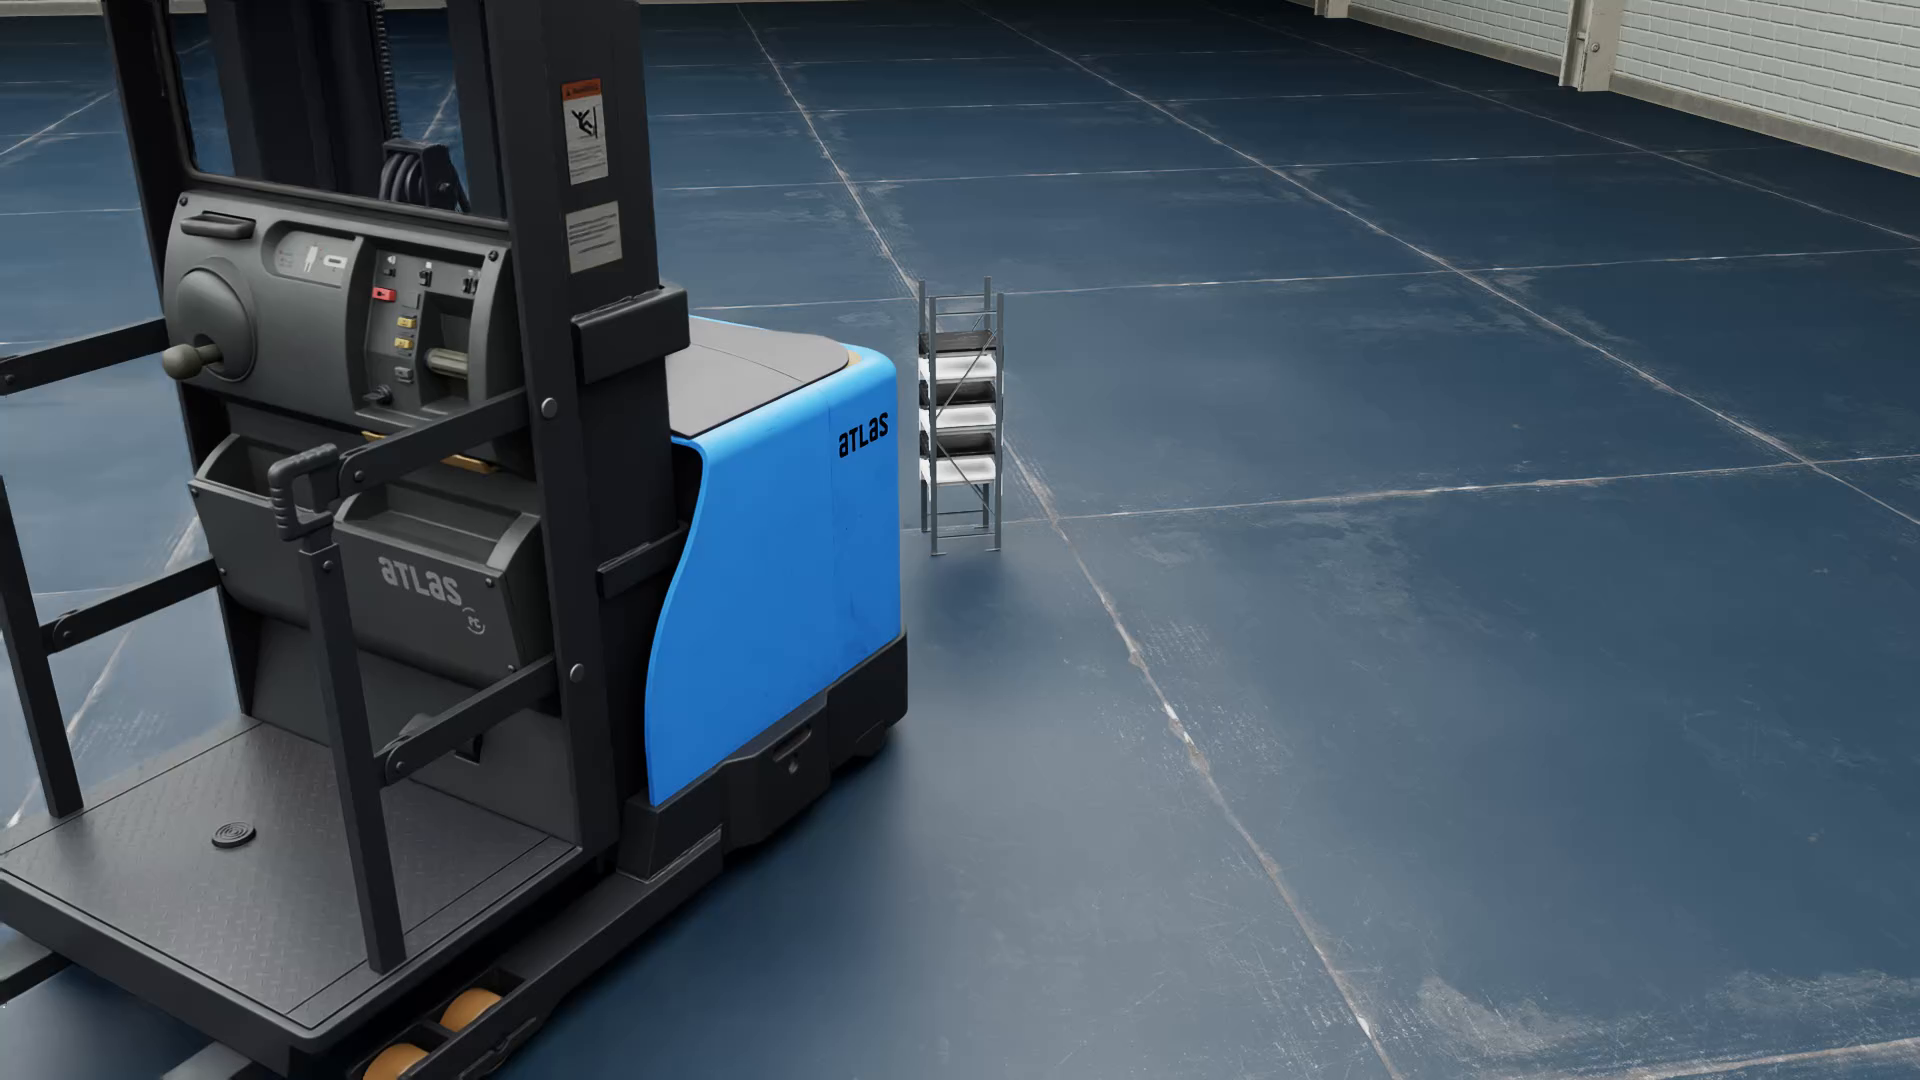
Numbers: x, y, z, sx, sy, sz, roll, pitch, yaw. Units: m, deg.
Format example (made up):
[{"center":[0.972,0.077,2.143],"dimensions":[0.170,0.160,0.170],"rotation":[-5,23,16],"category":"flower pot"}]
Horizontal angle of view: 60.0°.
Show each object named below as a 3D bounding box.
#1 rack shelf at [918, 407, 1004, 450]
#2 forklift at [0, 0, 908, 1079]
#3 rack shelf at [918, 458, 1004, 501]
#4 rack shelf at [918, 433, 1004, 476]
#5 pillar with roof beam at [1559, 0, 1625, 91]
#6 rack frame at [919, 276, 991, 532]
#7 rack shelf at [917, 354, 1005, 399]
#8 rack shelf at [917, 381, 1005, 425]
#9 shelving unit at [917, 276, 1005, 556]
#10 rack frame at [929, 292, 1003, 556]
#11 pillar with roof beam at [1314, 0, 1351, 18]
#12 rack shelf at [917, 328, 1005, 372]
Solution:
[{"center":[0.001,-0.379,5.576],"dimensions":[0.258,0.077,0.200],"rotation":[-4,24,-10],"category":"rack shelf"},{"center":[-1.337,-0.425,3.061],"dimensions":[1.130,2.935,3.031],"rotation":[14,27,28],"category":"forklift"},{"center":[0.001,-0.214,5.648],"dimensions":[0.258,0.077,0.200],"rotation":[-4,24,-10],"category":"rack shelf"},{"center":[0.001,-0.296,5.612],"dimensions":[0.258,0.077,0.200],"rotation":[-4,24,-10],"category":"rack shelf"},{"center":[1.496,-7.952,12.714],"dimensions":[9.100,9.000,0.400],"rotation":[-4,24,-10],"category":"pillar with roof beam"},{"center":[-0.017,-0.449,5.654],"dimensions":[0.240,0.900,0.006],"rotation":[-4,24,-10],"category":"rack frame"},{"center":[0.001,-0.544,5.504],"dimensions":[0.258,0.077,0.200],"rotation":[-4,24,-10],"category":"rack shelf"},{"center":[0.001,-0.461,5.540],"dimensions":[0.258,0.077,0.200],"rotation":[-4,24,-10],"category":"rack shelf"},{"center":[0.001,-0.409,5.563],"dimensions":[0.258,0.900,0.210],"rotation":[-4,24,-10],"category":"shelving unit"},{"center":[0.020,-0.369,5.471],"dimensions":[0.240,0.900,0.006],"rotation":[-4,24,-10],"category":"rack frame"},{"center":[0.387,-10.312,18.118],"dimensions":[9.100,9.000,0.400],"rotation":[-4,24,-10],"category":"pillar with roof beam"},{"center":[0.001,-0.626,5.468],"dimensions":[0.258,0.077,0.200],"rotation":[-4,24,-10],"category":"rack shelf"}]
